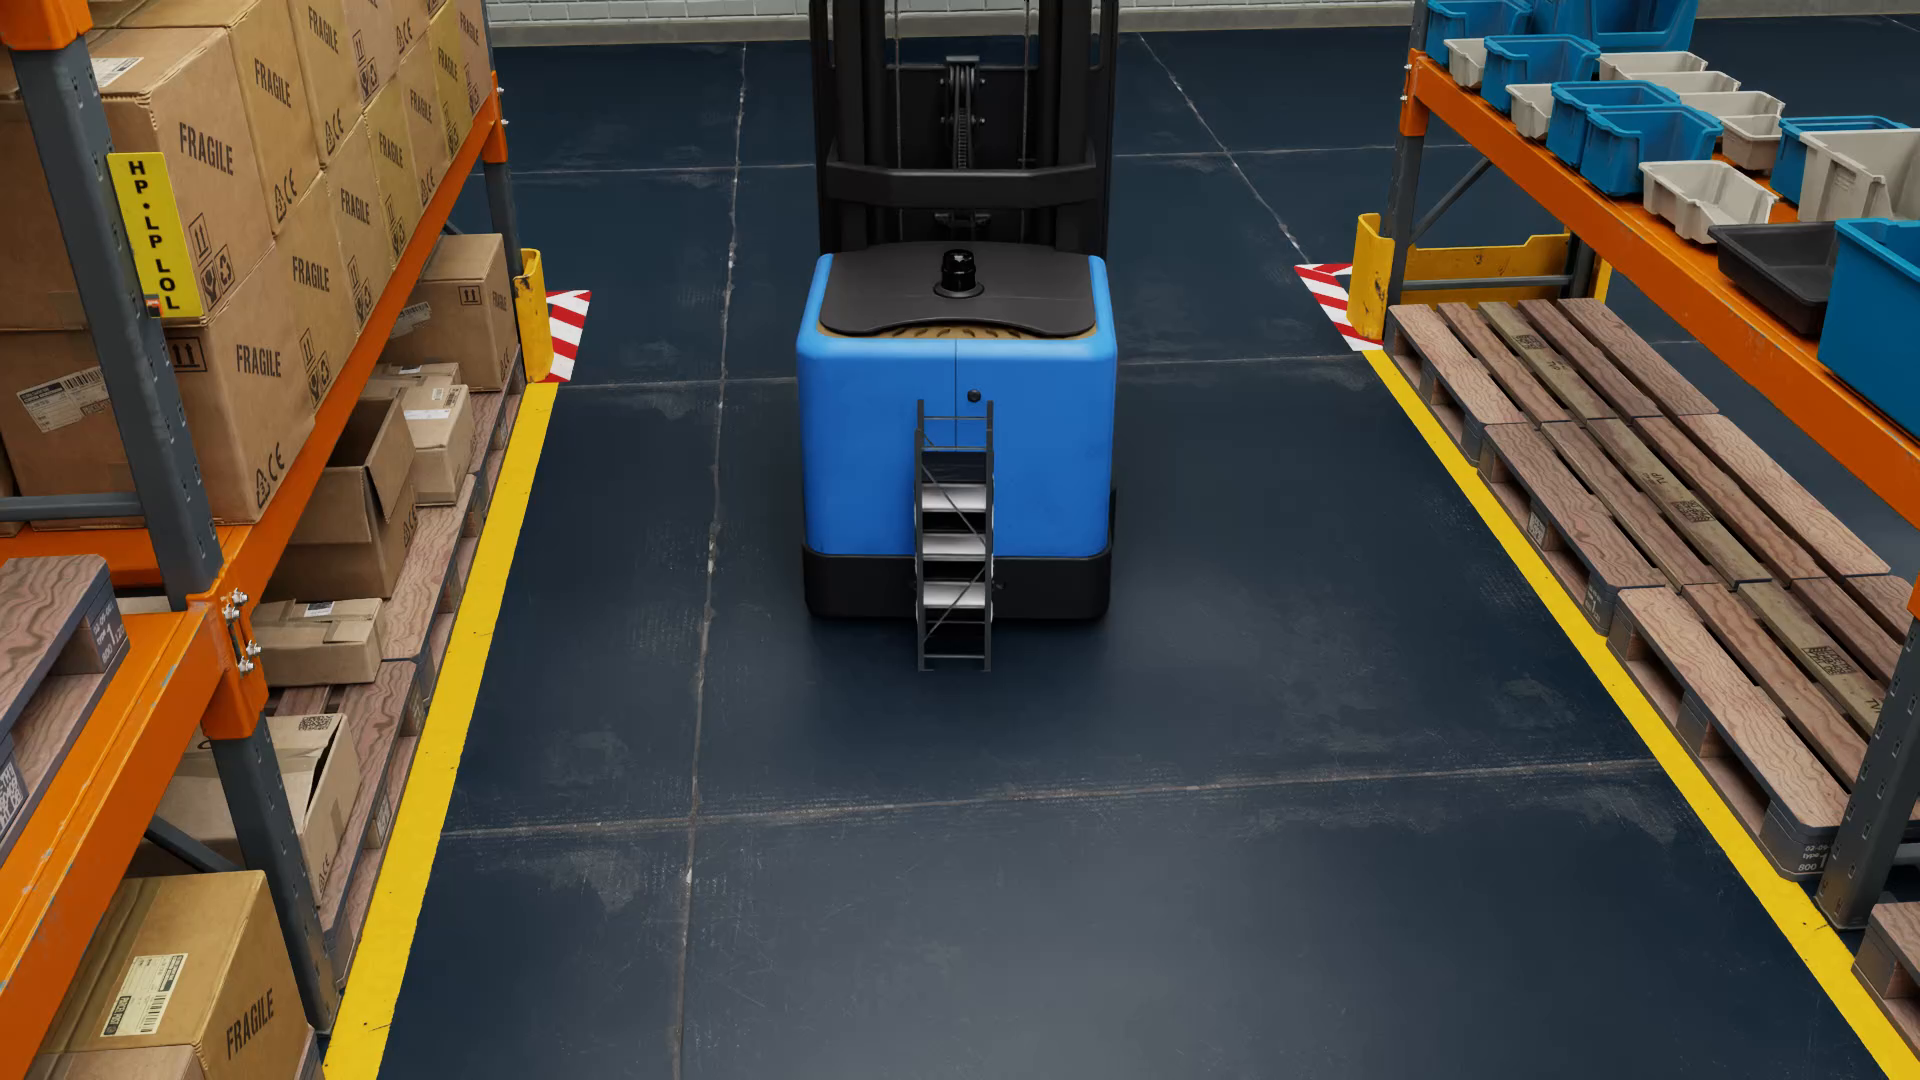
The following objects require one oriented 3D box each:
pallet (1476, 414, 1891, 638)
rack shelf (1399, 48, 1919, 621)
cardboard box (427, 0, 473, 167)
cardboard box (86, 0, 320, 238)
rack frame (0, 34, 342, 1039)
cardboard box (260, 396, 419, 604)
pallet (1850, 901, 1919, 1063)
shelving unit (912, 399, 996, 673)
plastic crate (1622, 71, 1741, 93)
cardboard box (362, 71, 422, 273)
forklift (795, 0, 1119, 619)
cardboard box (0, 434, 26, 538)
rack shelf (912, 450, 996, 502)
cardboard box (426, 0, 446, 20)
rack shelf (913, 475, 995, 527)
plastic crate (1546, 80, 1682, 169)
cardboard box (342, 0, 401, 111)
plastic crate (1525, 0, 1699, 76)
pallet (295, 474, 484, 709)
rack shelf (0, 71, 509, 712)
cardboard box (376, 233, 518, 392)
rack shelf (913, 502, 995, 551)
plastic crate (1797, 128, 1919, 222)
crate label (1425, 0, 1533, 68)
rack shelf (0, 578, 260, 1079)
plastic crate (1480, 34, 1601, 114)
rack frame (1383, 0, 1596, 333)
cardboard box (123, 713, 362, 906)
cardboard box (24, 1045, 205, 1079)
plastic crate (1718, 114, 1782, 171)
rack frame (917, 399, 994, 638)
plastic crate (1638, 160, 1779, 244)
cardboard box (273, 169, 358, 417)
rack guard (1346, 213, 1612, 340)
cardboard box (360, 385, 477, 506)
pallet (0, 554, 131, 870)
[{"bbox_3d":[2.629,-0.086,6.188,1.003,0.211,1.213,-3,31,-5],"label":"pallet"},{"bbox_3d":[2.666,-0.998,5.697,1.077,0.370,4.000,-3,31,-5],"label":"rack shelf"},{"bbox_3d":[-2.088,-1.655,5.998,0.500,0.500,0.500,-2,31,-4],"label":"cardboard box"},{"bbox_3d":[-1.892,-1.040,3.993,0.500,0.500,0.500,-4,31,-6],"label":"cardboard box"},{"bbox_3d":[-2.079,-0.050,3.409,1.000,3.000,0.127,-3,31,-5],"label":"rack frame"},{"bbox_3d":[-2.260,-0.126,5.541,0.797,0.503,0.637,-3,31,-5],"label":"cardboard box"},{"bbox_3d":[2.884,1.308,3.855,1.003,0.211,1.213,-3,31,-5],"label":"pallet"},{"bbox_3d":[-0.017,-0.002,5.375,0.258,0.900,0.210,1,31,1],"label":"shelving unit"},{"bbox_3d":[2.748,-1.684,6.343,0.396,0.136,0.243,-3,31,-5],"label":"plastic crate"},{"bbox_3d":[-2.000,-1.143,5.140,0.500,0.500,0.500,-3,31,-5],"label":"cardboard box"},{"bbox_3d":[0.019,-1.707,6.250,1.130,2.935,3.031,1,31,1],"label":"forklift"},{"bbox_3d":[-2.381,-0.336,3.790,0.500,0.500,0.500,-2,31,-4],"label":"cardboard box"},{"bbox_3d":[-0.017,-0.205,5.254,0.258,0.077,0.200,1,31,1],"label":"rack shelf"},{"bbox_3d":[-2.089,-2.092,5.755,0.500,0.500,0.500,-2,31,-3],"label":"cardboard box"},{"bbox_3d":[-0.017,-0.127,5.300,0.258,0.077,0.200,1,31,1],"label":"rack shelf"},{"bbox_3d":[2.298,-1.467,5.886,0.416,0.233,0.300,-3,31,-5],"label":"plastic crate"},{"bbox_3d":[-1.988,-1.566,4.874,0.500,0.500,0.500,-2,31,-3],"label":"cardboard box"},{"bbox_3d":[2.697,-2.207,6.926,0.616,0.435,0.499,-3,31,-5],"label":"plastic crate"},{"bbox_3d":[-2.259,0.172,5.756,1.003,0.211,1.213,-3,31,-5],"label":"pallet"},{"bbox_3d":[-2.266,-0.762,5.303,1.077,0.370,4.000,-3,31,-5],"label":"rack shelf"},{"bbox_3d":[-2.157,-0.942,6.911,0.500,0.500,0.500,-3,31,-5],"label":"cardboard box"},{"bbox_3d":[-0.017,-0.050,5.346,0.258,0.077,0.200,1,31,1],"label":"rack shelf"},{"bbox_3d":[2.894,-1.049,5.138,0.437,0.282,0.530,-3,31,-5],"label":"plastic crate"},{"bbox_3d":[2.175,-2.140,7.012,0.416,0.233,0.303,-3,31,-5],"label":"crate label"},{"bbox_3d":[-1.892,1.280,1.884,1.077,0.370,4.000,-3,31,-5],"label":"rack shelf"},{"bbox_3d":[2.236,-1.804,6.449,0.416,0.233,0.300,-3,31,-5],"label":"plastic crate"},{"bbox_3d":[2.479,-2.328,7.222,1.000,3.000,0.127,-3,31,-5],"label":"rack frame"},{"bbox_3d":[-1.903,0.691,4.361,0.500,0.311,0.500,-3,31,-5],"label":"cardboard box"},{"bbox_3d":[-1.710,1.325,3.115,0.500,0.500,0.500,-3,31,-4],"label":"cardboard box"},{"bbox_3d":[2.845,-1.393,5.855,0.298,0.136,0.250,-3,31,-5],"label":"plastic crate"},{"bbox_3d":[-0.015,-0.054,5.462,0.240,0.900,0.006,1,31,1],"label":"rack frame"},{"bbox_3d":[2.391,-1.073,5.319,0.293,0.136,0.466,-3,31,-5],"label":"plastic crate"},{"bbox_3d":[-1.906,-0.627,4.278,0.500,0.500,0.500,-2,31,-4],"label":"cardboard box"},{"bbox_3d":[2.464,-1.266,7.882,1.175,0.500,0.348,-3,31,-5],"label":"rack guard"},{"bbox_3d":[-2.098,-0.348,6.160,0.500,0.250,0.500,-3,31,-5],"label":"cardboard box"},{"bbox_3d":[-2.113,0.446,2.766,1.003,0.211,1.213,-3,31,-5],"label":"pallet"}]
